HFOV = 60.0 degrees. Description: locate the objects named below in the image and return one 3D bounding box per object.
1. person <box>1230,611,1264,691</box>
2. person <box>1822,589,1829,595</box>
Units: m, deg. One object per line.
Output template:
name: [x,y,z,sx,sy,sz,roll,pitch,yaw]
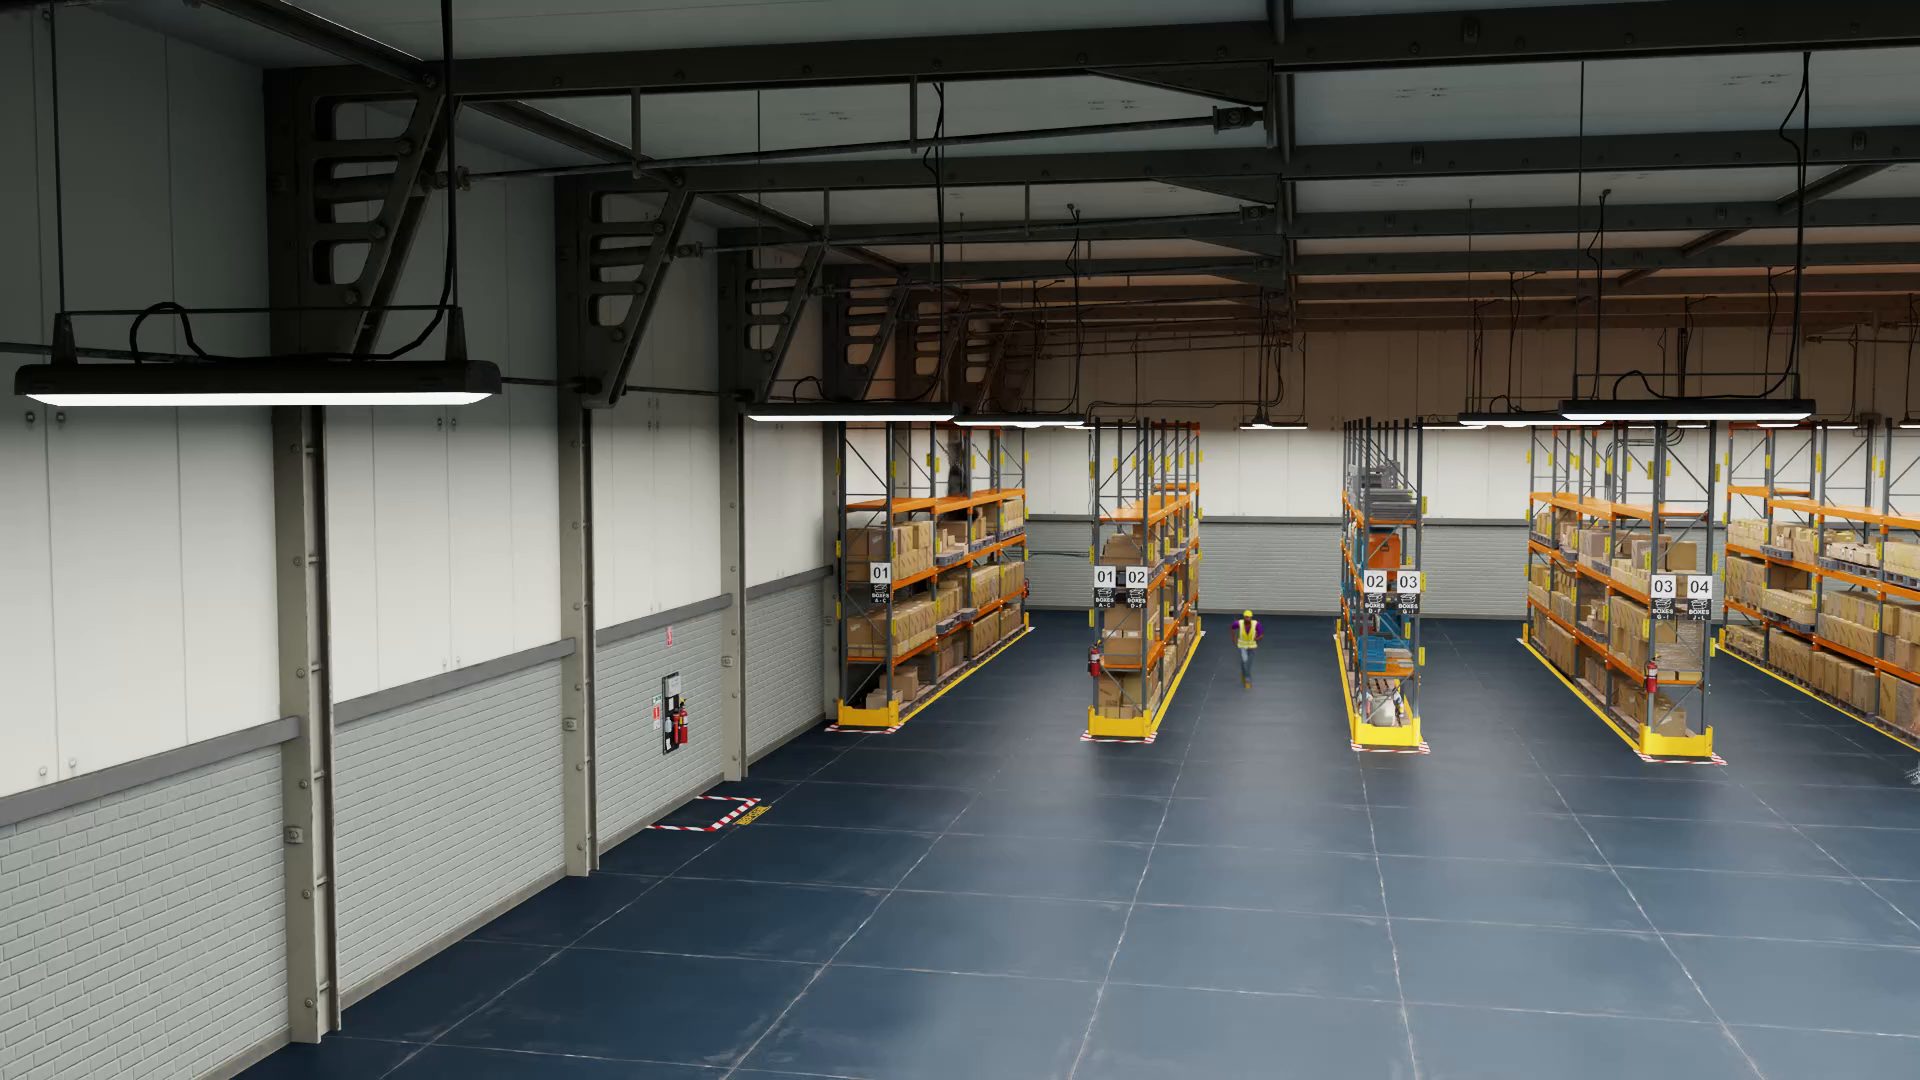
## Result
person: [6.442,2.439,37.350,0.699,1.770,1.077,0,4,-2]
person: [22.443,2.116,43.050,0.617,1.708,0.784,0,4,-5]
